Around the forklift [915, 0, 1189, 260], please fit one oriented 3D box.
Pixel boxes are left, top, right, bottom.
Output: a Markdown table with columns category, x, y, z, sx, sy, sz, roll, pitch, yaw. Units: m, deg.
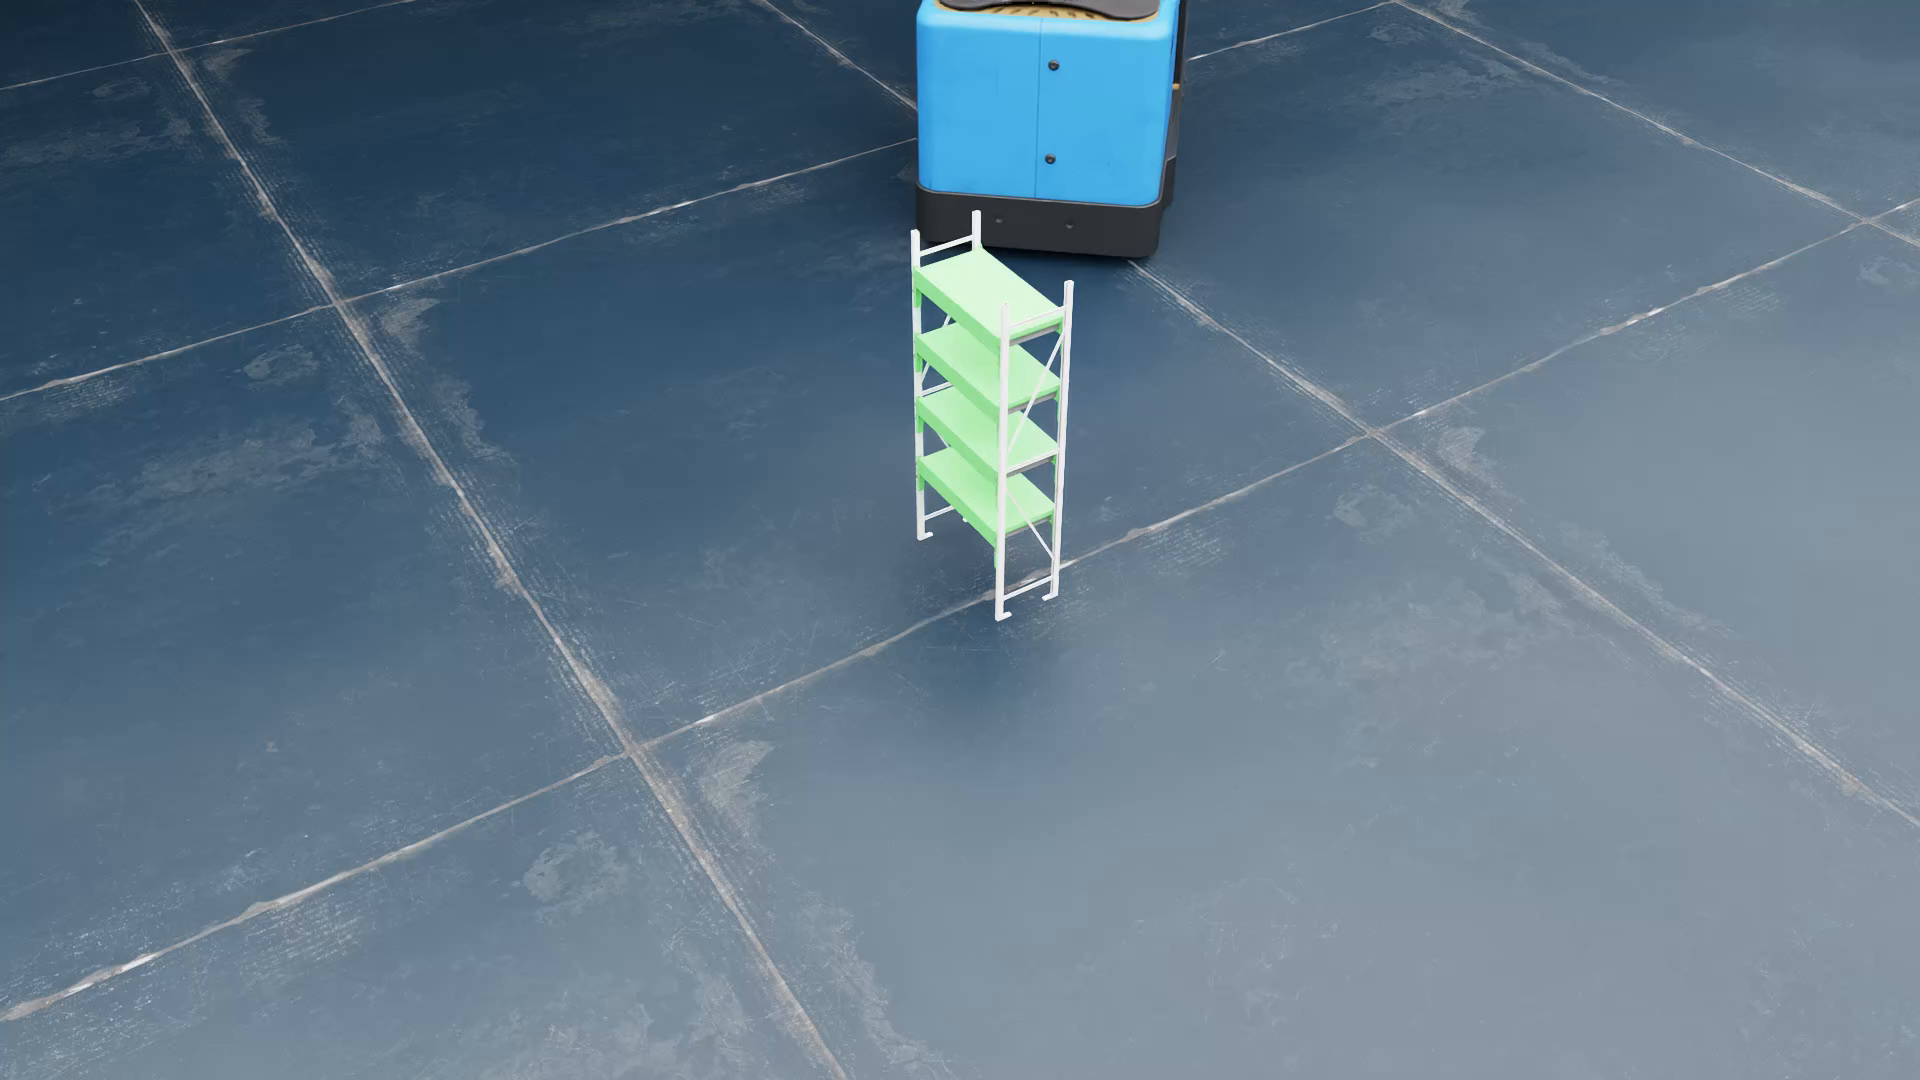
| category | x | y | z | sx | sy | sz | roll | pitch | yaw |
| --- | --- | --- | --- | --- | --- | --- | --- | --- | --- |
| forklift | 0.544 | -3.262 | 7.375 | 1.130 | 2.935 | 3.031 | 6 | 40 | 7 |

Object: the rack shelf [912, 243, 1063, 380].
| category | x | y | z | sx | sy | sz | roll | pitch | yaw |
| --- | --- | --- | --- | --- | --- | --- | --- | --- | --- |
| rack shelf | 0.089 | -0.691 | 4.992 | 0.258 | 0.148 | 0.480 | -22 | 45 | -24 |

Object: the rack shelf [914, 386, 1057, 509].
| category | x | y | z | sx | sy | sz | roll | pitch | yaw |
| --- | --- | --- | --- | --- | --- | --- | --- | --- | --- |
| rack shelf | 0.089 | -0.323 | 5.300 | 0.258 | 0.148 | 0.480 | -22 | 45 | -24 |

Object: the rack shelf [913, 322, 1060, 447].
| category | x | y | z | sx | sy | sz | roll | pitch | yaw |
| --- | --- | --- | --- | --- | --- | --- | --- | --- | --- |
| rack shelf | 0.089 | -0.507 | 5.146 | 0.258 | 0.148 | 0.480 | -22 | 45 | -24 |

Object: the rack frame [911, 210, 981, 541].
| category | x | y | z | sx | sy | sz | roll | pitch | yaw |
| --- | --- | --- | --- | --- | --- | --- | --- | --- | --- |
| rack frame | -0.042 | -0.503 | 5.417 | 0.240 | 1.200 | 0.015 | -22 | 45 | -24 |

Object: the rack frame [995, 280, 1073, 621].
| category | x | y | z | sx | sy | sz | roll | pitch | yaw |
| --- | --- | --- | --- | --- | --- | --- | --- | --- | --- |
| rack frame | 0.220 | -0.240 | 5.101 | 0.240 | 1.200 | 0.015 | -22 | 45 | -24 |

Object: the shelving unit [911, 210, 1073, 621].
| category | x | y | z | sx | sy | sz | roll | pitch | yaw |
| --- | --- | --- | --- | --- | --- | --- | --- | --- | --- |
| shelving unit | 0.089 | -0.372 | 5.259 | 0.258 | 1.200 | 0.503 | -22 | 45 | -24 |

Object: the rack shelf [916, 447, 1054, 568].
| category | x | y | z | sx | sy | sz | roll | pitch | yaw |
| --- | --- | --- | --- | --- | --- | --- | --- | --- | --- |
| rack shelf | 0.089 | -0.138 | 5.453 | 0.258 | 0.148 | 0.480 | -22 | 45 | -24 |
